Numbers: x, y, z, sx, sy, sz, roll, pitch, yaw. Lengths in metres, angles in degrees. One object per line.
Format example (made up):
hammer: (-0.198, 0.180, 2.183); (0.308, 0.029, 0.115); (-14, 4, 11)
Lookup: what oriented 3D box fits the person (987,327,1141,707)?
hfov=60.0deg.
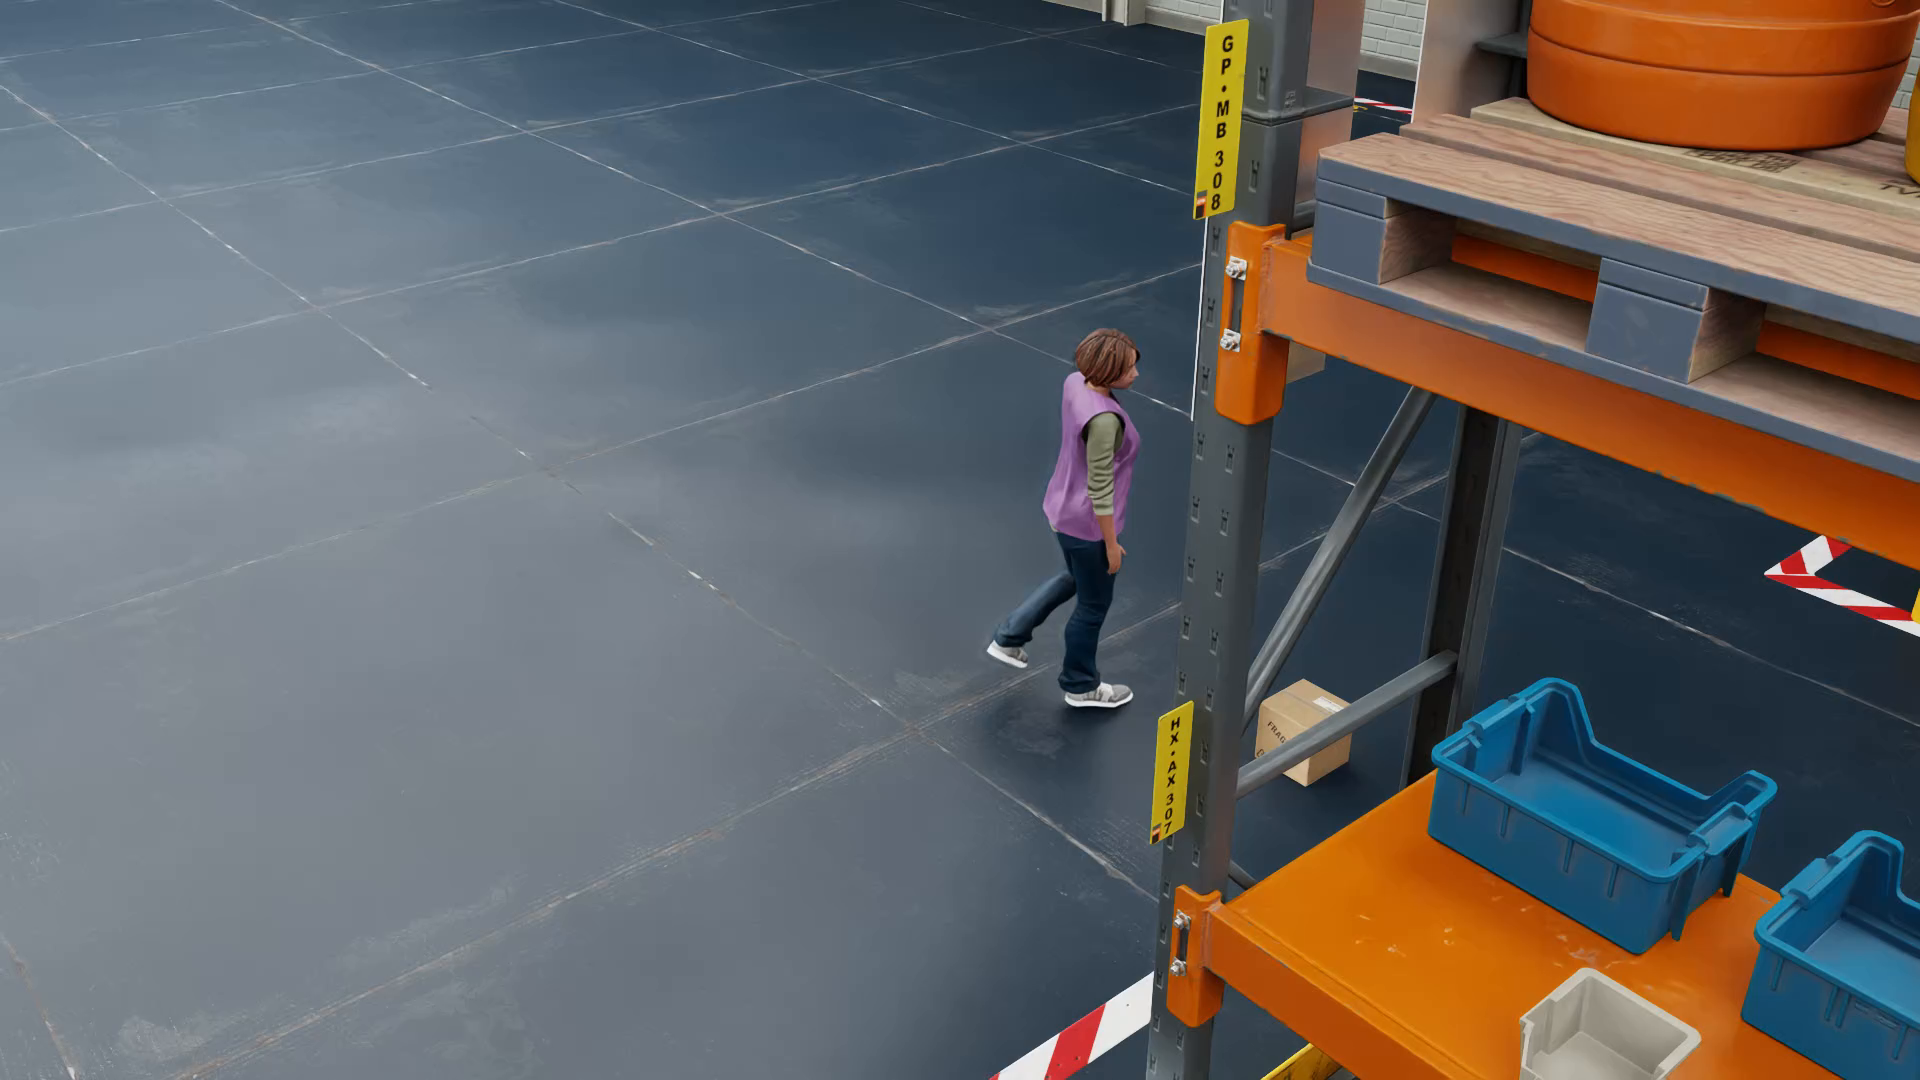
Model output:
person: (0.401, -0.057, 6.210); (0.561, 1.591, 0.447); (-6, 29, -11)
